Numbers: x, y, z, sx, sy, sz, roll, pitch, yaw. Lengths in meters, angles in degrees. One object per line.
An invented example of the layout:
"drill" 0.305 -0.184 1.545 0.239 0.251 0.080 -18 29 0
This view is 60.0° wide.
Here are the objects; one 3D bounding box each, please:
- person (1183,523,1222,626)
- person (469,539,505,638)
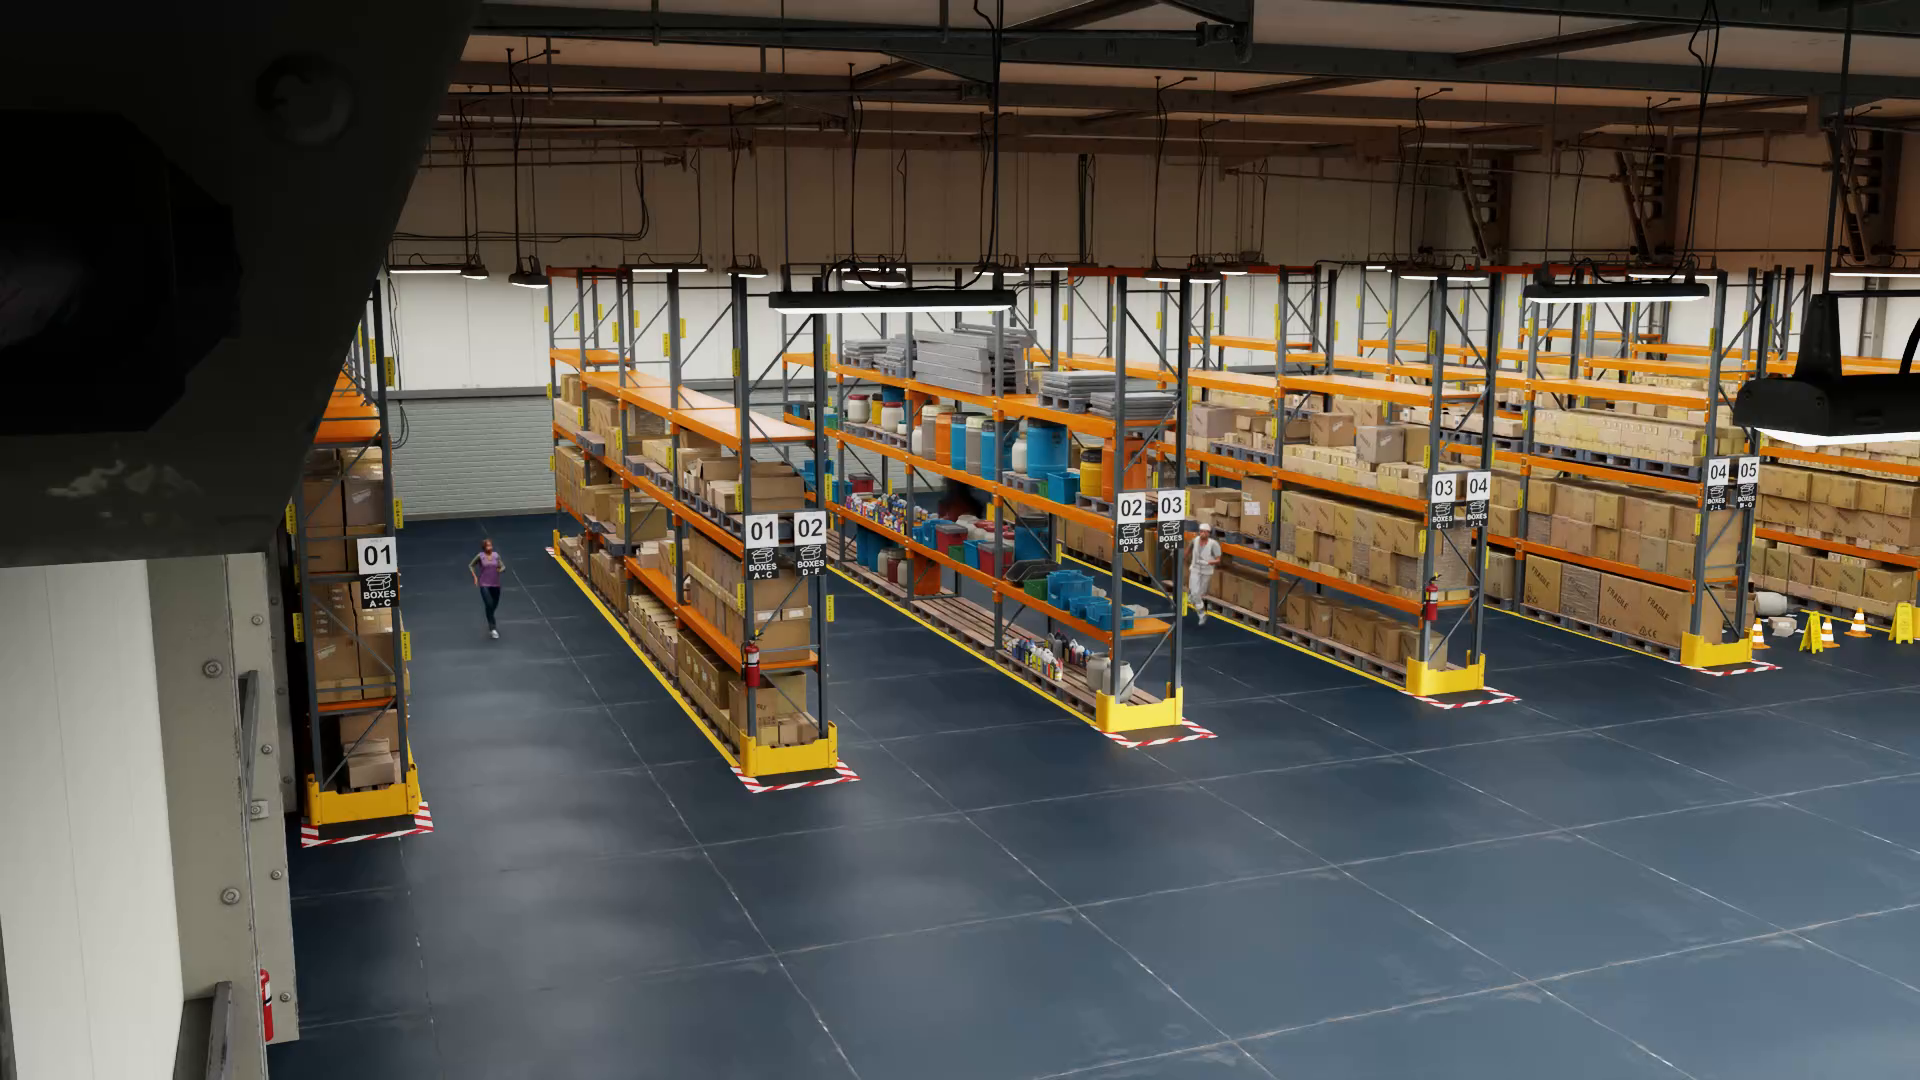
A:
"person" 4.018 0.546 28.012 0.784 1.733 0.711 2 10 12
"person" -7.798 0.764 27.532 0.548 1.594 0.887 -6 12 -32
